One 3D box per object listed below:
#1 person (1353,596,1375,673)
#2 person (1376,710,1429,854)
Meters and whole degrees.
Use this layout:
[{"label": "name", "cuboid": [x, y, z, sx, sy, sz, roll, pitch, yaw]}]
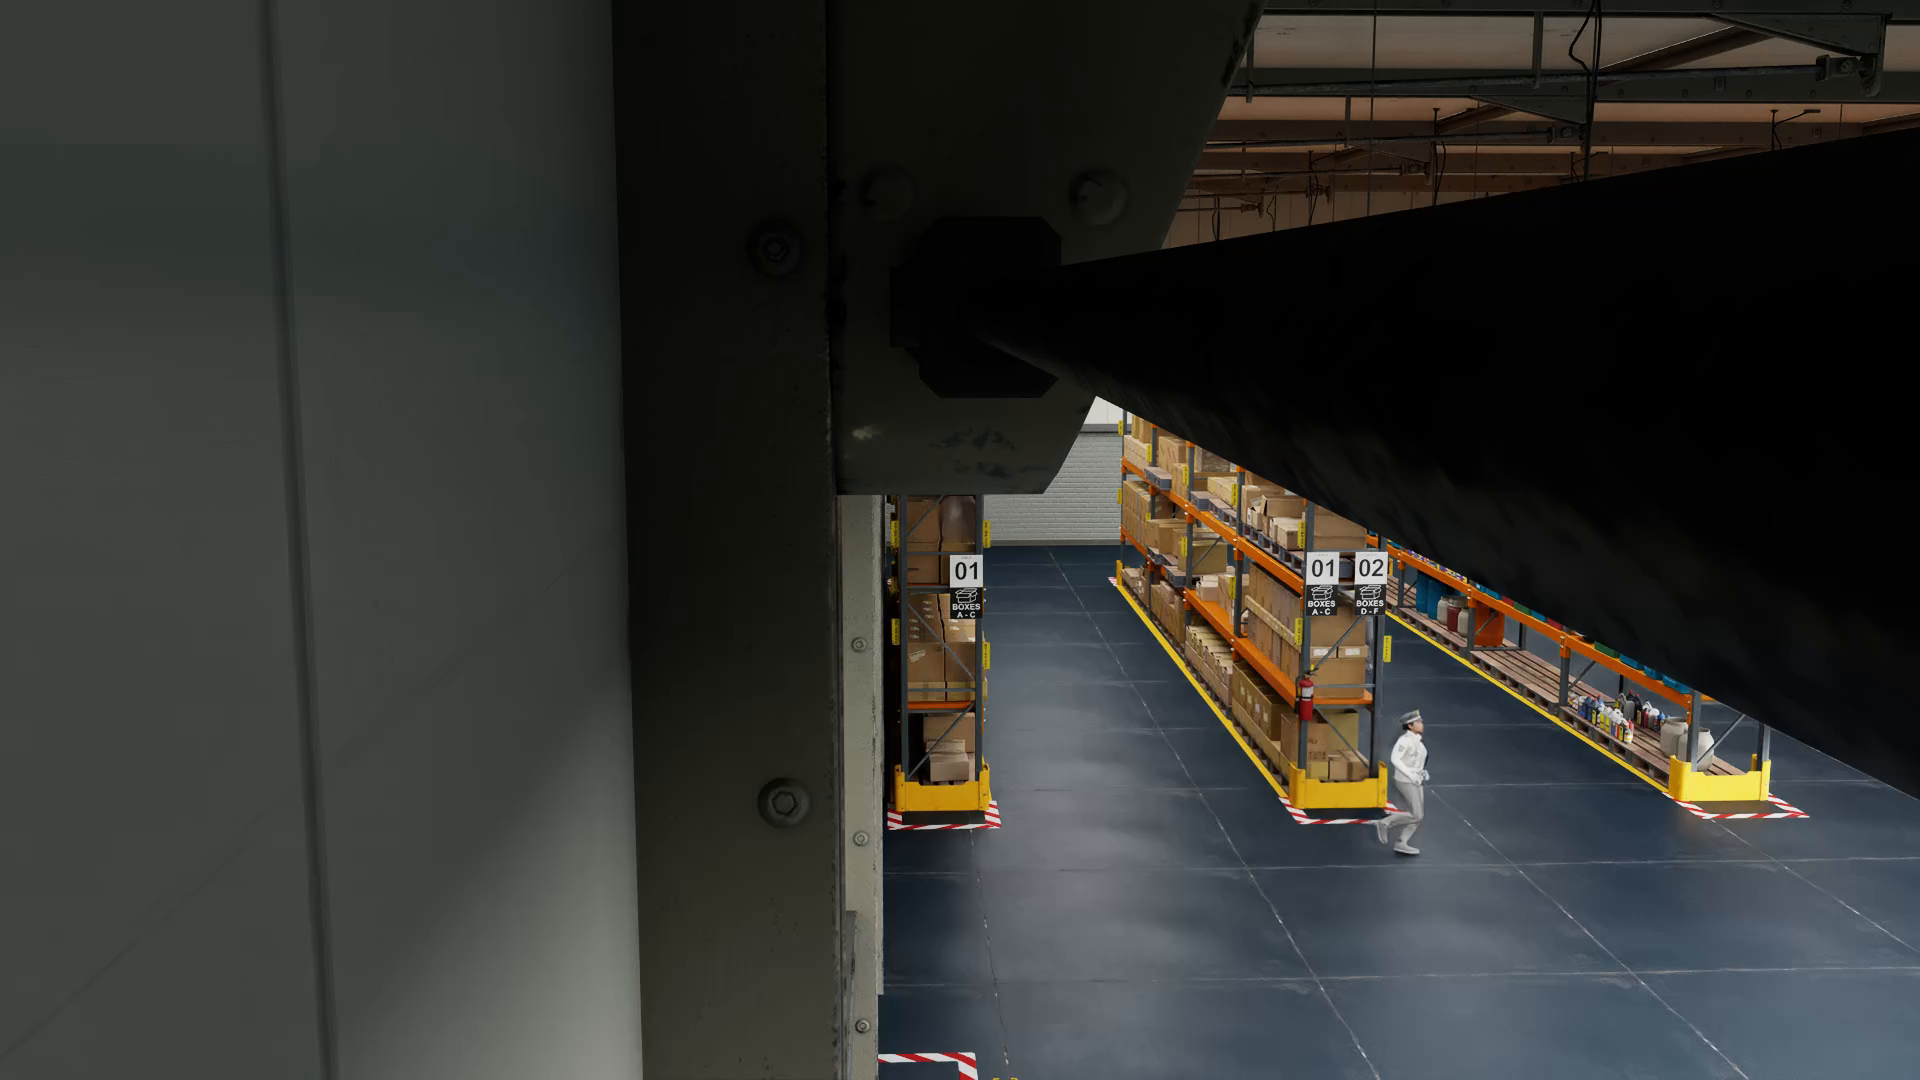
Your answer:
[{"label": "person", "cuboid": [6.834, 1.381, 28.147, 0.536, 1.610, 0.779, -1, 9, -10]}, {"label": "person", "cuboid": [5.086, 2.736, 18.998, 0.509, 1.646, 0.638, 5, 10, 32]}]
